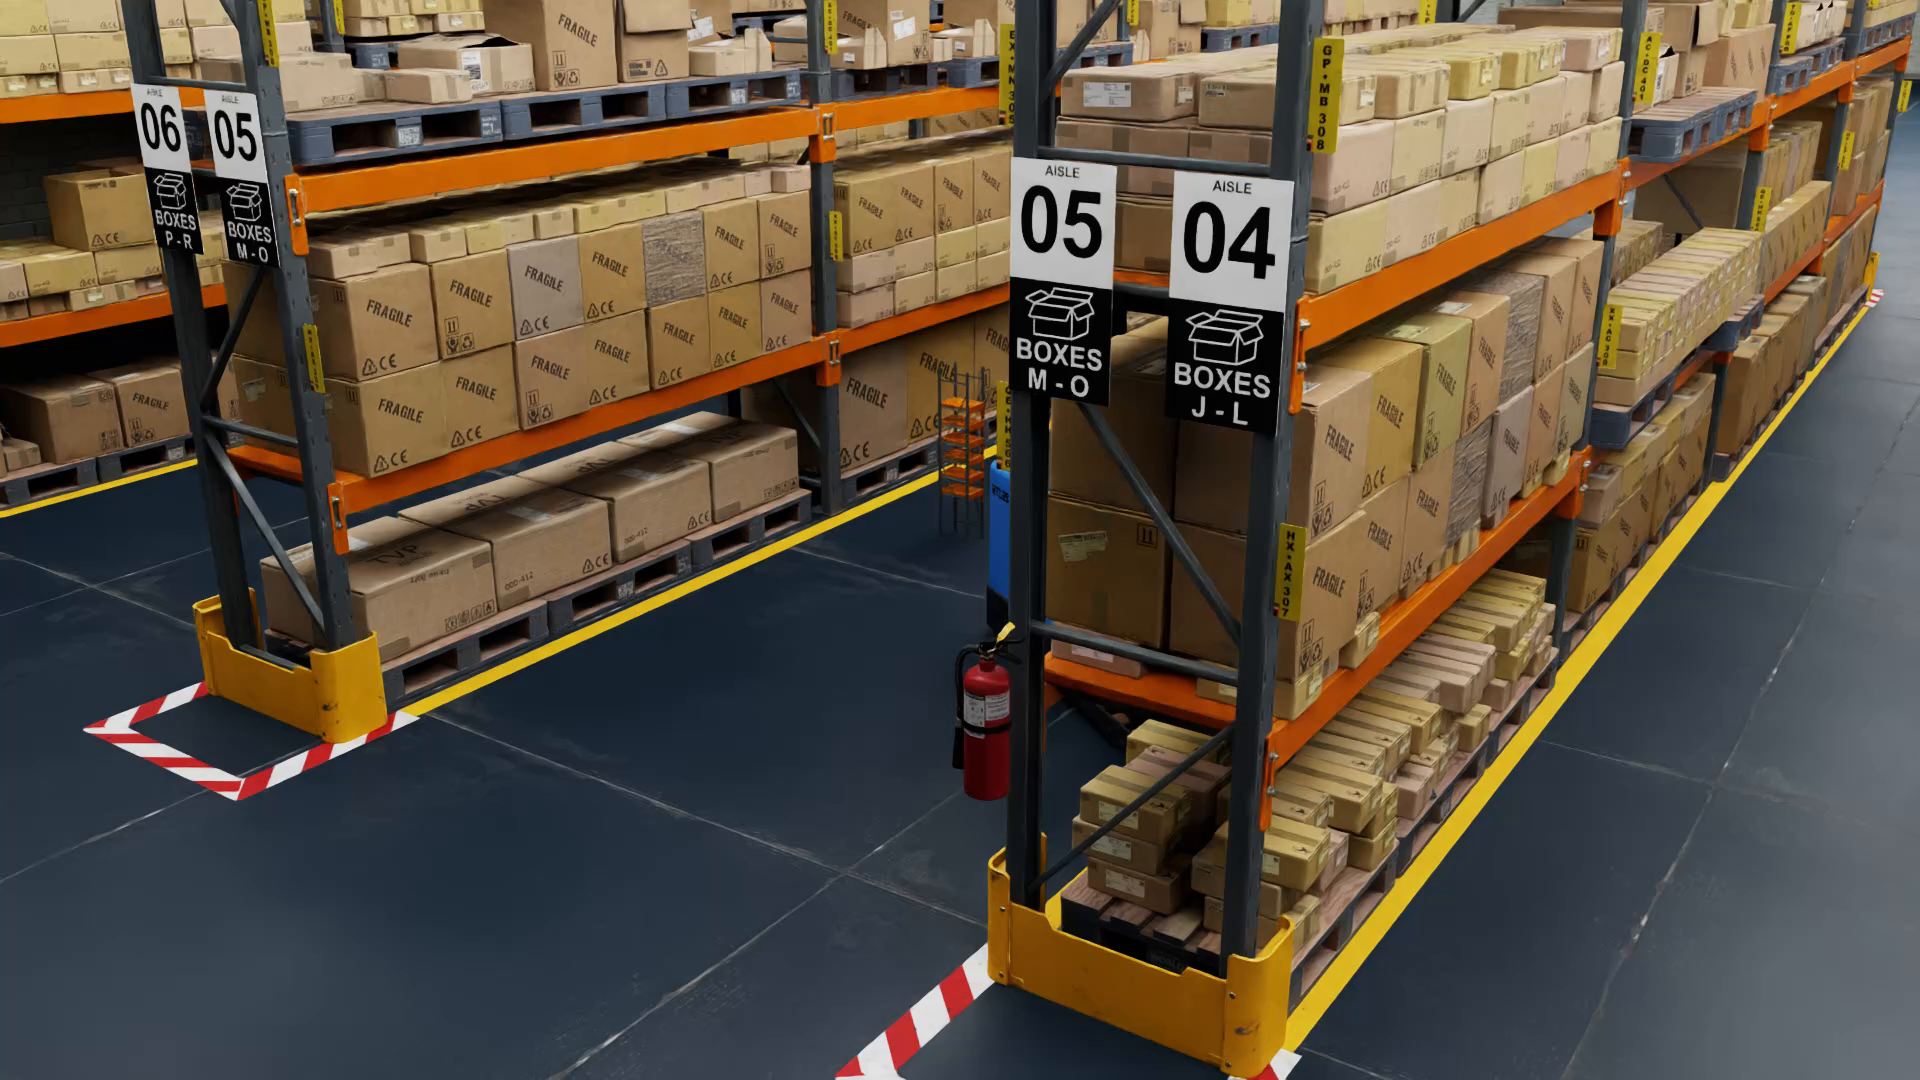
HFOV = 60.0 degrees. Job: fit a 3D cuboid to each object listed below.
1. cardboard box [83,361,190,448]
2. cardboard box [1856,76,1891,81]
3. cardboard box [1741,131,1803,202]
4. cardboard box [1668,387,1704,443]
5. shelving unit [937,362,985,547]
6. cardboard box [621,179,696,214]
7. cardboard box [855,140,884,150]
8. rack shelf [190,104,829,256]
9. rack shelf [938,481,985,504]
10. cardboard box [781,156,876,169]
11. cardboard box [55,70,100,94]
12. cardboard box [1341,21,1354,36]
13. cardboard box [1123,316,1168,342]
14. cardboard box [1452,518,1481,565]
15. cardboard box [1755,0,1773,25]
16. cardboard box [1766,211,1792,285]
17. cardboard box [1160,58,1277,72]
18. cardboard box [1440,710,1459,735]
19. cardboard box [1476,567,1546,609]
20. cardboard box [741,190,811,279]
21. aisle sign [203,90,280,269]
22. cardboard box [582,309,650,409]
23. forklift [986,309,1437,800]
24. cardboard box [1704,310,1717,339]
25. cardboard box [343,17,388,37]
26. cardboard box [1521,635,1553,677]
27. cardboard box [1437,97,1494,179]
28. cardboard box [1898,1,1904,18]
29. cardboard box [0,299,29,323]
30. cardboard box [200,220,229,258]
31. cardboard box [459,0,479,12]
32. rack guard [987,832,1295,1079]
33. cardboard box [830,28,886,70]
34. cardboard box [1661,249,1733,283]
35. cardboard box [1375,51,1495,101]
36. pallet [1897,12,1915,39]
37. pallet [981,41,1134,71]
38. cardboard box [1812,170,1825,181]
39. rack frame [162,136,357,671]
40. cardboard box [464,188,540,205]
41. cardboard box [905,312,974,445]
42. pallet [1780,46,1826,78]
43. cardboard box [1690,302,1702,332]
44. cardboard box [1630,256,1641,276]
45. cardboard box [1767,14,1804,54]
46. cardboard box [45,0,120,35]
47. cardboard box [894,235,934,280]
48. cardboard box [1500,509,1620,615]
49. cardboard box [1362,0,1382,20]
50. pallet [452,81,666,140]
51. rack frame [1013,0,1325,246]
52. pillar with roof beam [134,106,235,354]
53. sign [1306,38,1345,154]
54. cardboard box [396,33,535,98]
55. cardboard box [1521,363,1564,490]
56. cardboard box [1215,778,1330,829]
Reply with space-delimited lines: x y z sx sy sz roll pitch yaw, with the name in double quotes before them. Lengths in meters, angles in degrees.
"cardboard box" -6.322 -1.048 12.773 0.500 0.500 0.500 14 24 33
"cardboard box" 9.374 -4.662 17.772 0.875 0.550 0.550 13 24 32
"cardboard box" 6.520 -3.116 13.779 0.700 0.500 0.500 14 24 32
"cardboard box" 4.675 -0.871 11.212 0.500 0.250 0.500 14 24 33
"shelving unit" 0.008 -0.567 11.068 0.258 1.200 0.189 13 24 32
"cardboard box" -1.816 -2.068 10.012 0.380 0.149 0.250 13 24 31
"cardboard box" -1.236 -4.528 19.400 0.500 0.250 0.500 13 24 32
"rack shelf" -2.406 -2.173 9.529 1.077 0.370 4.000 13 24 32
"rack shelf" 0.008 -0.300 11.167 0.258 0.103 0.180 13 24 32
"cardboard box" -0.953 -2.520 12.169 0.500 0.500 0.500 14 24 33
"cardboard box" -6.324 -3.253 11.773 0.380 0.149 0.250 13 24 32
"cardboard box" 4.009 -5.524 17.914 0.380 0.149 0.250 14 25 33
"cardboard box" 0.957 -0.574 6.479 0.500 0.500 0.500 12 24 30
"cardboard box" 2.083 -0.033 7.393 0.380 0.149 0.250 14 24 33
"cardboard box" 5.105 -3.535 10.926 0.396 0.266 0.258 13 24 32
"cardboard box" 6.161 -2.303 13.023 0.500 0.500 0.500 13 24 32
"cardboard box" 0.928 -1.629 5.944 0.380 0.149 0.250 12 24 30
"cardboard box" 2.161 0.775 7.921 0.380 0.149 0.250 12 23 29
"cardboard box" 2.885 0.273 8.850 0.380 0.149 0.250 14 25 33
"cardboard box" -1.318 -2.004 10.774 0.500 0.500 0.500 13 24 31
"aisle sign" -3.331 -1.672 7.714 0.394 0.787 0.004 13 24 32
"cardboard box" -2.193 -1.098 9.766 0.500 0.500 0.500 14 25 34
"forklift" 1.224 -0.440 8.229 1.130 2.935 3.031 -9 22 -23
"cardboard box" 4.495 -1.370 10.401 0.380 0.149 0.250 14 25 33
"cardboard box" -4.892 -4.185 13.545 0.380 0.149 0.250 14 24 33
"cardboard box" 2.931 0.578 8.883 0.380 0.149 0.250 14 24 32
"cardboard box" 1.669 -1.532 6.255 0.500 0.250 0.500 14 24 32
"cardboard box" 8.994 -5.191 16.264 0.380 0.149 0.250 13 24 32
"cardboard box" -6.809 -1.644 11.749 0.380 0.149 0.250 14 25 33
"cardboard box" -5.743 -2.373 13.145 0.500 0.250 0.500 13 24 32
"cardboard box" -4.371 -4.636 14.334 0.380 0.149 0.250 14 24 33
"rack guard" 0.663 1.557 6.335 1.175 0.500 0.348 13 24 32
"cardboard box" -0.711 -3.293 11.110 0.396 0.266 0.258 13 24 31
"cardboard box" 4.644 -1.725 10.503 0.380 0.149 0.250 13 24 32
"cardboard box" 1.784 -1.754 6.281 0.380 0.149 0.250 14 25 33
"pallet" 9.207 -5.334 17.167 1.003 0.211 1.213 13 24 32
"pallet" 0.649 -3.948 13.564 1.213 0.211 1.003 15 25 34
"cardboard box" 7.564 -3.215 15.417 0.875 0.550 0.550 13 24 32
"rack frame" -3.530 -0.530 8.373 1.000 3.000 0.127 13 24 32
"cardboard box" -2.659 -1.940 9.666 0.380 0.149 0.250 14 25 34
"cardboard box" -0.498 -1.332 13.000 0.875 0.875 0.875 14 25 33
"pallet" 6.062 -3.724 12.956 1.003 0.211 1.213 15 25 34
"cardboard box" 4.205 -1.360 9.947 0.380 0.149 0.250 13 24 31
"cardboard box" 4.382 -1.852 11.277 0.380 0.149 0.250 12 24 30
"cardboard box" 5.707 -3.662 11.898 0.500 0.311 0.500 13 24 32
"cardboard box" -6.329 -3.723 11.749 0.500 0.250 0.500 14 25 33
"cardboard box" -0.531 -2.068 12.027 0.500 0.250 0.500 14 24 33
"cardboard box" 3.504 0.074 9.739 0.500 0.500 0.500 14 25 34
"cardboard box" 4.264 -5.813 18.119 0.500 0.250 0.500 14 24 32
"pallet" -2.436 -2.461 9.400 1.003 0.211 1.213 13 24 32
"rack frame" 0.621 -2.407 4.801 1.000 3.000 0.127 13 24 32
"pillar with roof beam" -2.965 -4.594 10.715 9.100 9.000 0.400 13 24 32
"sign" 1.070 -1.304 4.884 0.100 0.325 0.005 13 24 32
"cardboard box" -2.647 -2.558 8.913 0.500 0.311 0.500 14 24 33
"cardboard box" 2.538 -0.585 7.949 0.500 0.500 0.500 13 24 30
"cardboard box" 1.252 1.081 6.665 0.380 0.149 0.250 14 24 33
